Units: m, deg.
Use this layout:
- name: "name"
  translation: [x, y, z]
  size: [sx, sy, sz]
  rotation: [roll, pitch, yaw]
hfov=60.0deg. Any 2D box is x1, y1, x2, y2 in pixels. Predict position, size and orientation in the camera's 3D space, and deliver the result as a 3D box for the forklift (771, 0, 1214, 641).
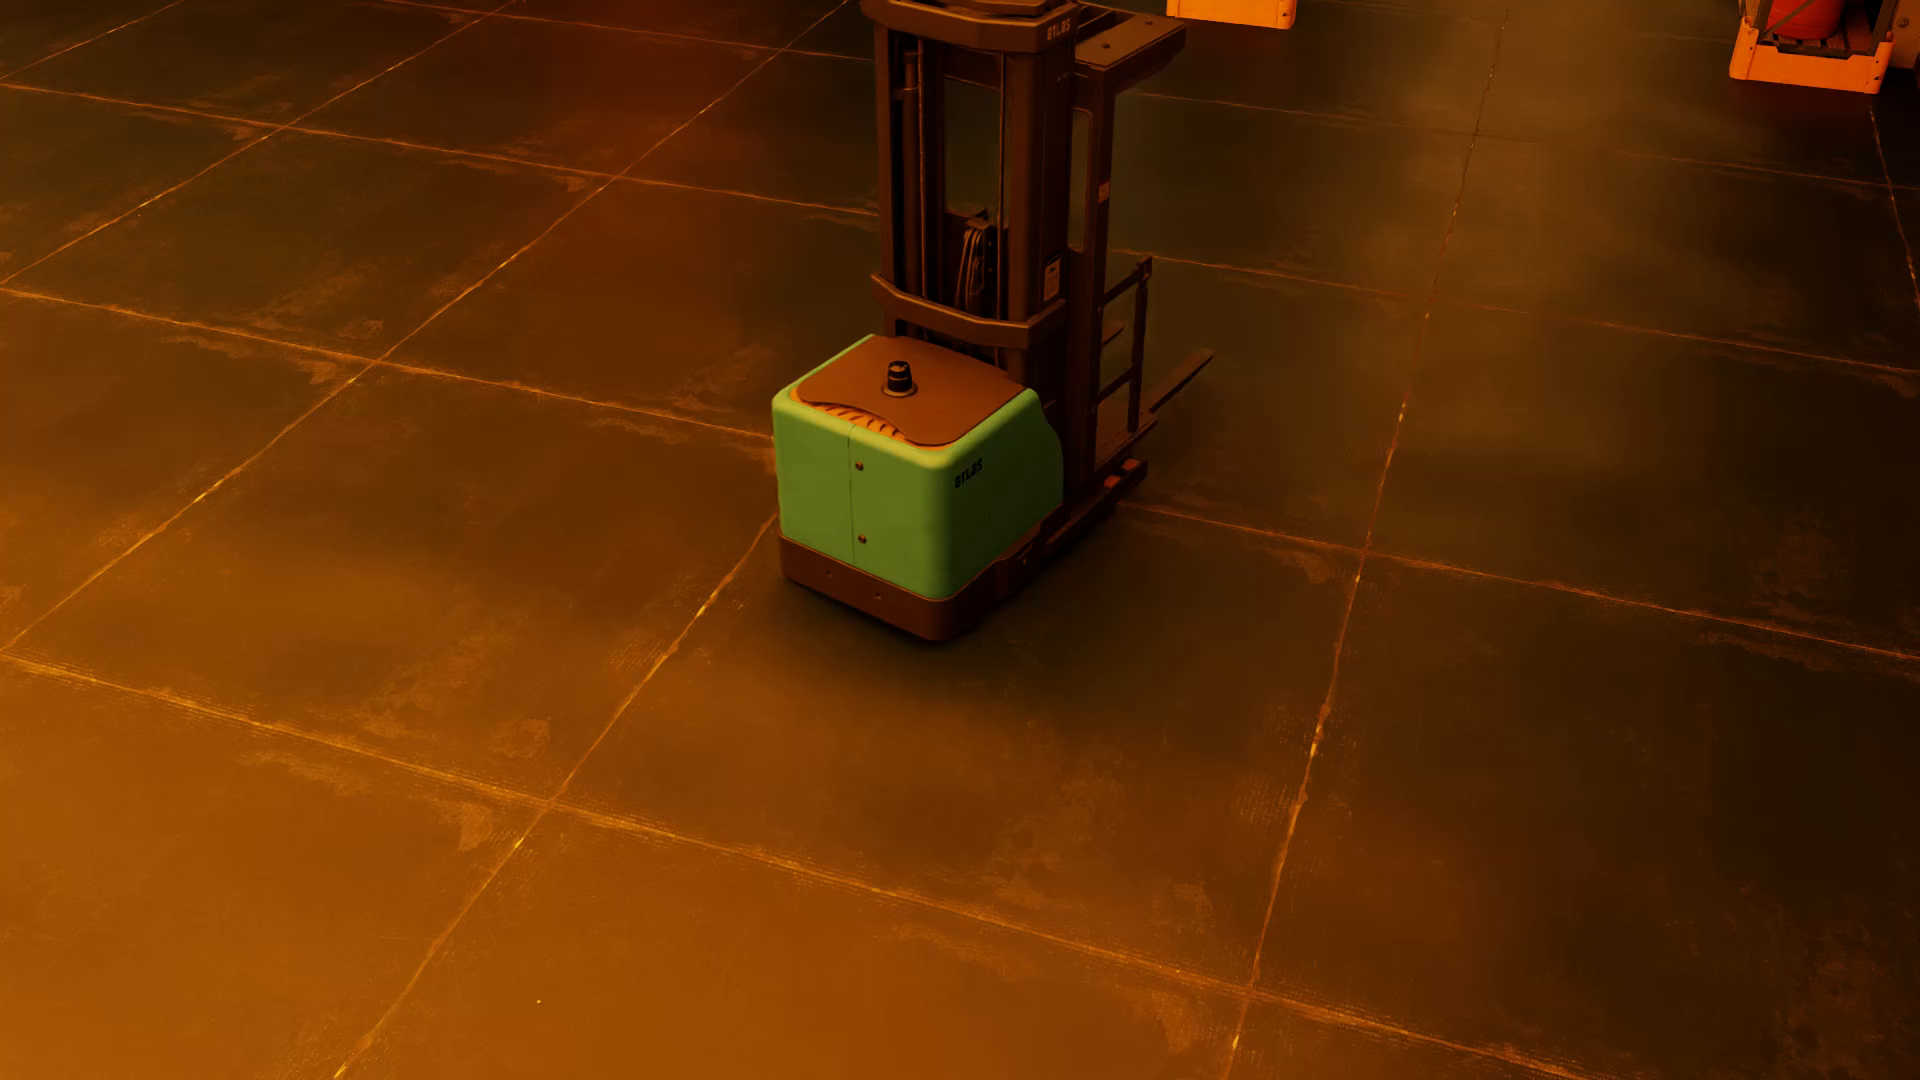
- name: "forklift"
  translation: [0.360, -1.525, 8.261]
  size: [1.130, 2.935, 3.031]
  rotation: [22, 41, 28]
